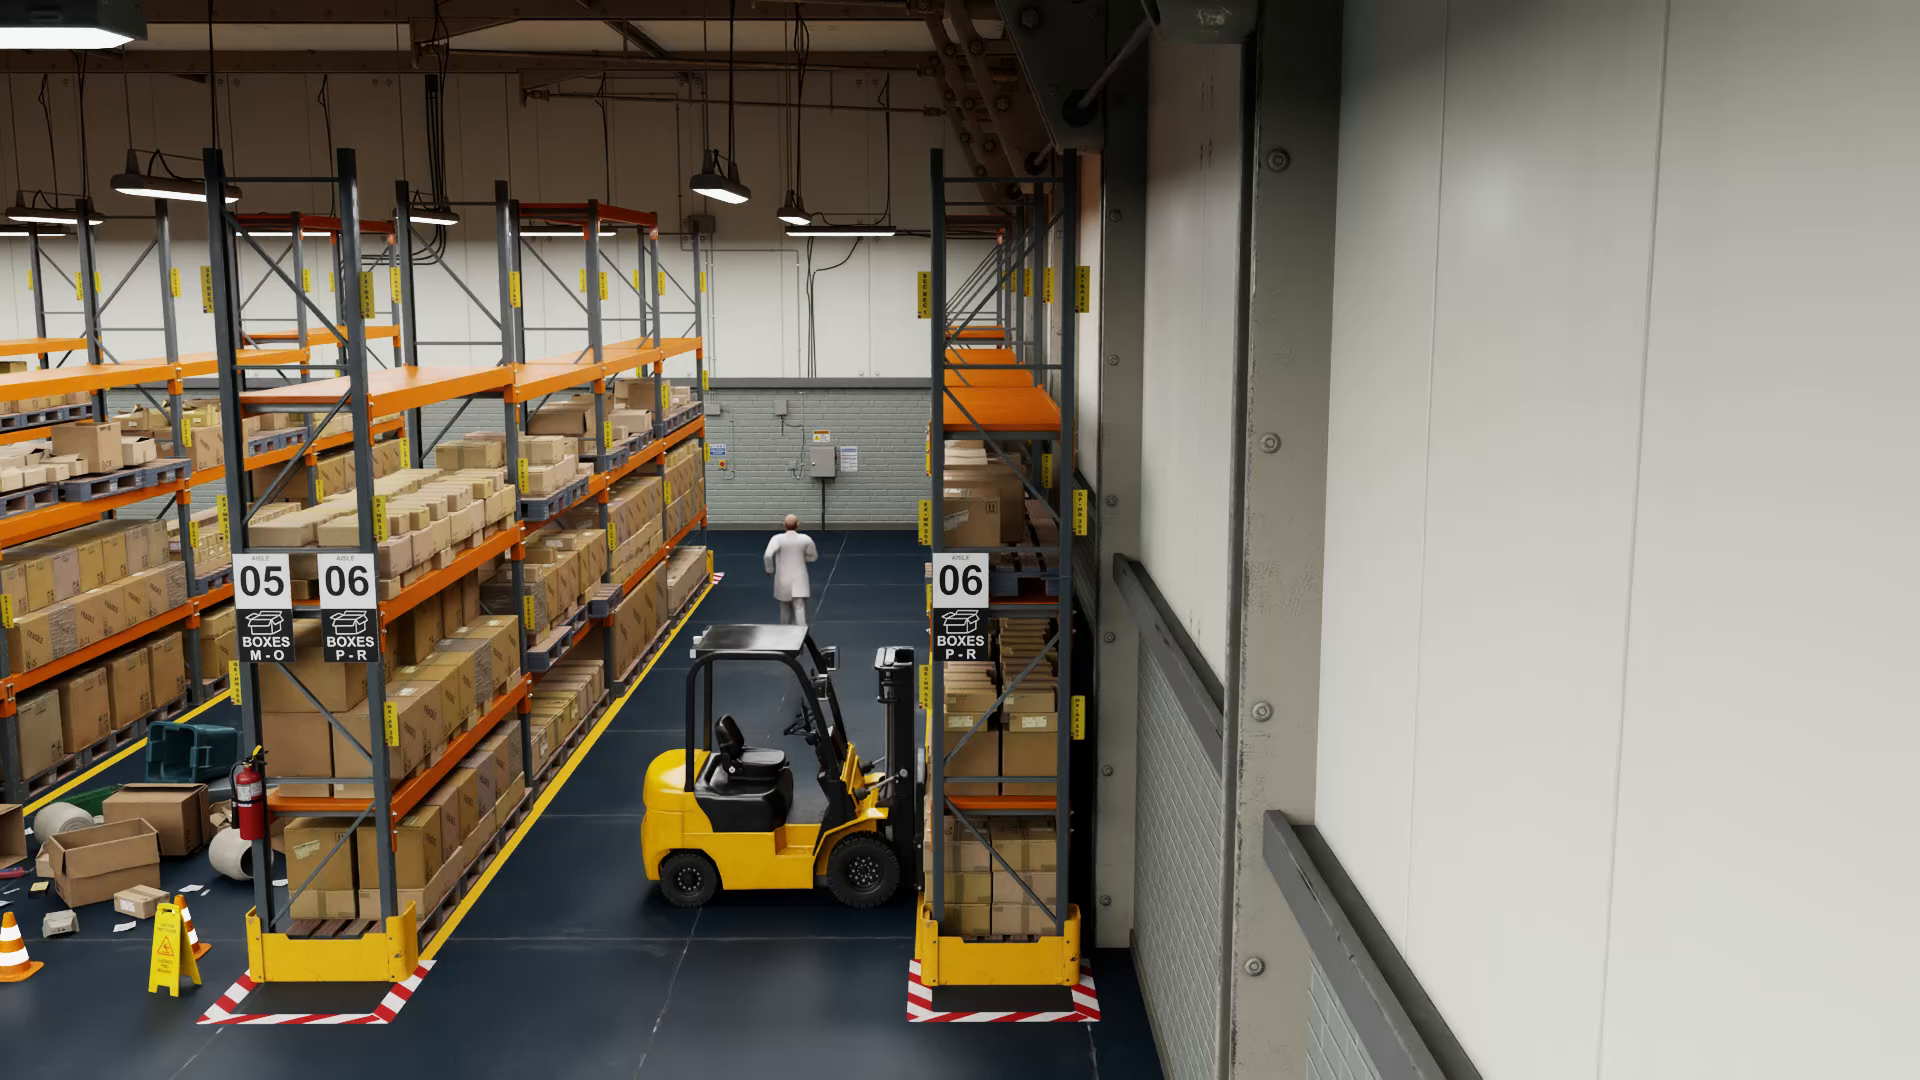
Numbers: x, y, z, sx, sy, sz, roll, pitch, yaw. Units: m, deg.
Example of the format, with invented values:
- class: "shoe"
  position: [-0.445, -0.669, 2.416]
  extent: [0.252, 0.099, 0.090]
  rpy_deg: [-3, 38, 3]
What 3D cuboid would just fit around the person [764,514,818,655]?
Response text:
- class: "person"
  position: [-2.192, 0.559, 21.593]
  extent: [0.717, 1.820, 0.992]
  rpy_deg: [-2, 9, -10]
